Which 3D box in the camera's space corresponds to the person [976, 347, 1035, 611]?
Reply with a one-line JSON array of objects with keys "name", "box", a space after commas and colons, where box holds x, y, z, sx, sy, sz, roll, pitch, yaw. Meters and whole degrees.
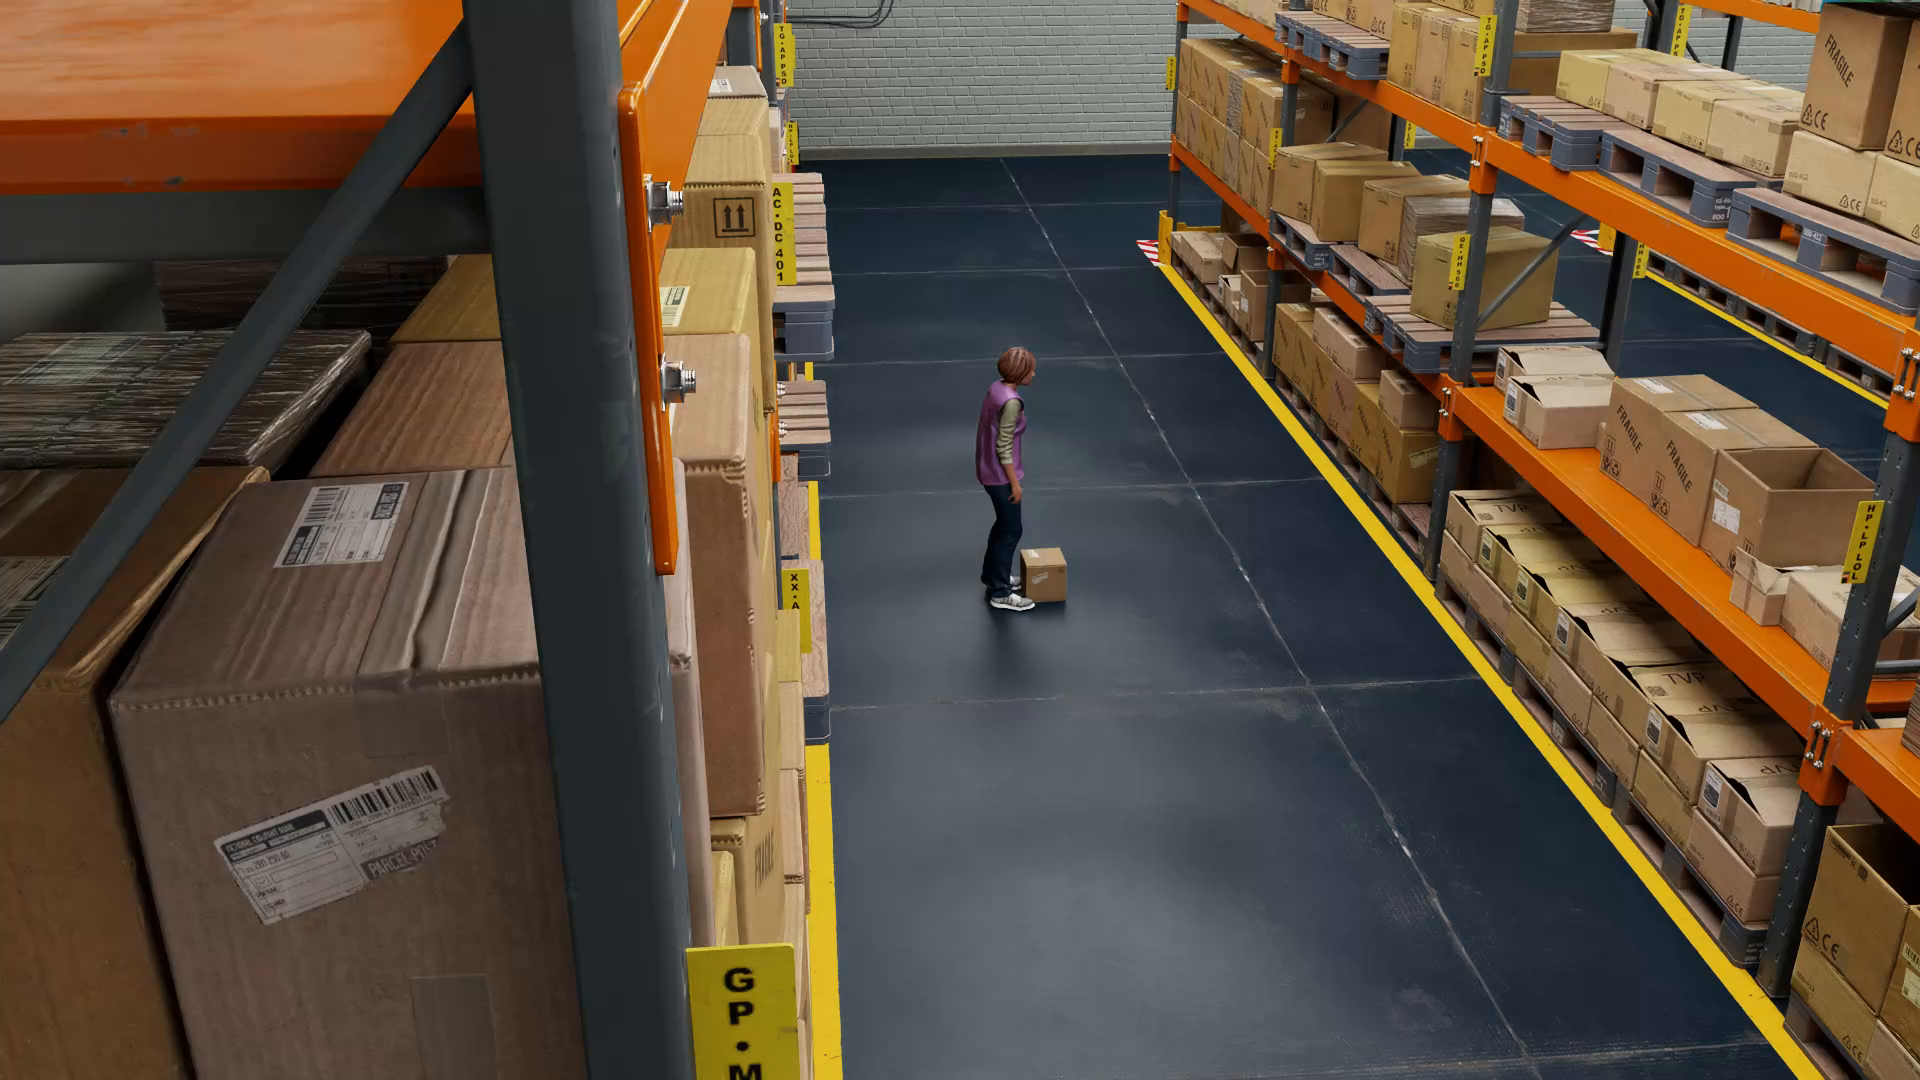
[{"name": "person", "box": [0.275, -0.381, 9.968, 0.340, 1.593, 0.463, -2, 24, -5]}]
